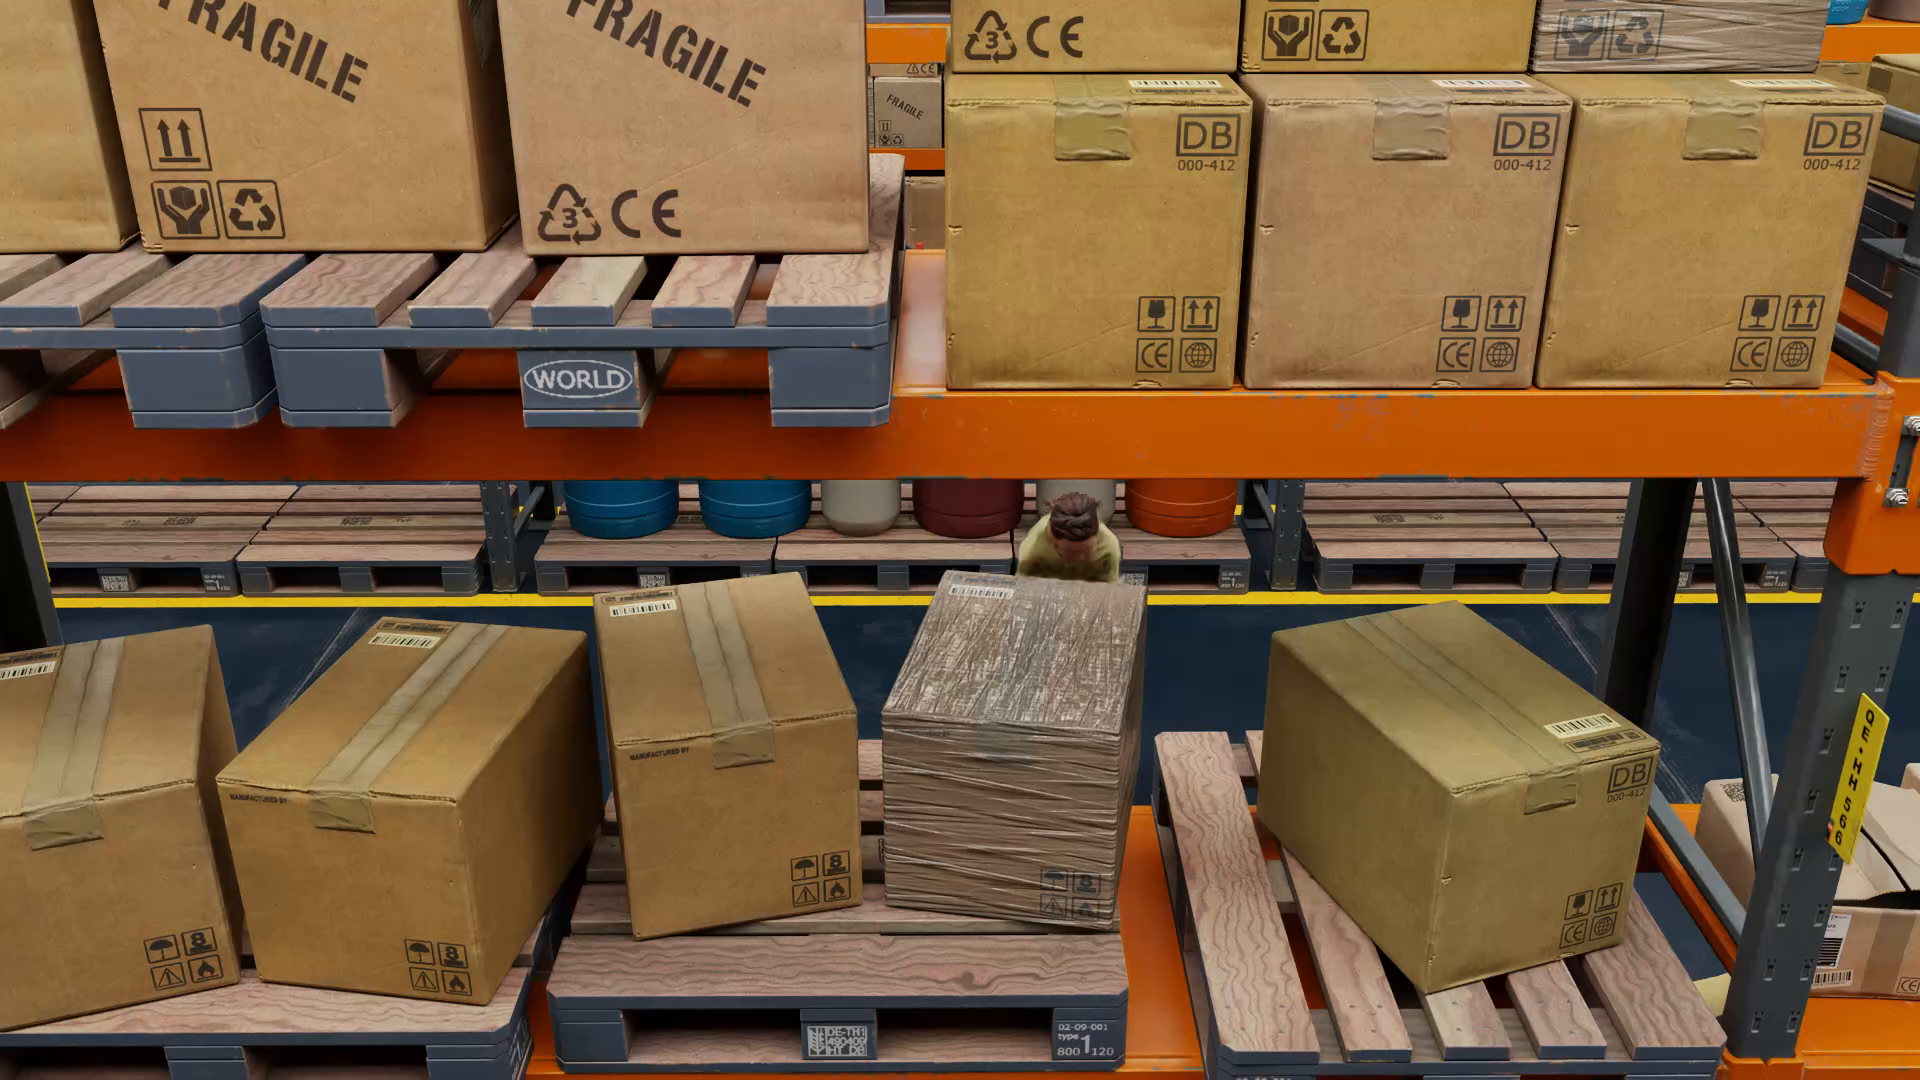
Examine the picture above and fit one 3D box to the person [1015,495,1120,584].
[{"bbox_3d":[0.404,0.399,6.504,0.406,1.445,0.731,-1,24,-2],"label":"person"}]
